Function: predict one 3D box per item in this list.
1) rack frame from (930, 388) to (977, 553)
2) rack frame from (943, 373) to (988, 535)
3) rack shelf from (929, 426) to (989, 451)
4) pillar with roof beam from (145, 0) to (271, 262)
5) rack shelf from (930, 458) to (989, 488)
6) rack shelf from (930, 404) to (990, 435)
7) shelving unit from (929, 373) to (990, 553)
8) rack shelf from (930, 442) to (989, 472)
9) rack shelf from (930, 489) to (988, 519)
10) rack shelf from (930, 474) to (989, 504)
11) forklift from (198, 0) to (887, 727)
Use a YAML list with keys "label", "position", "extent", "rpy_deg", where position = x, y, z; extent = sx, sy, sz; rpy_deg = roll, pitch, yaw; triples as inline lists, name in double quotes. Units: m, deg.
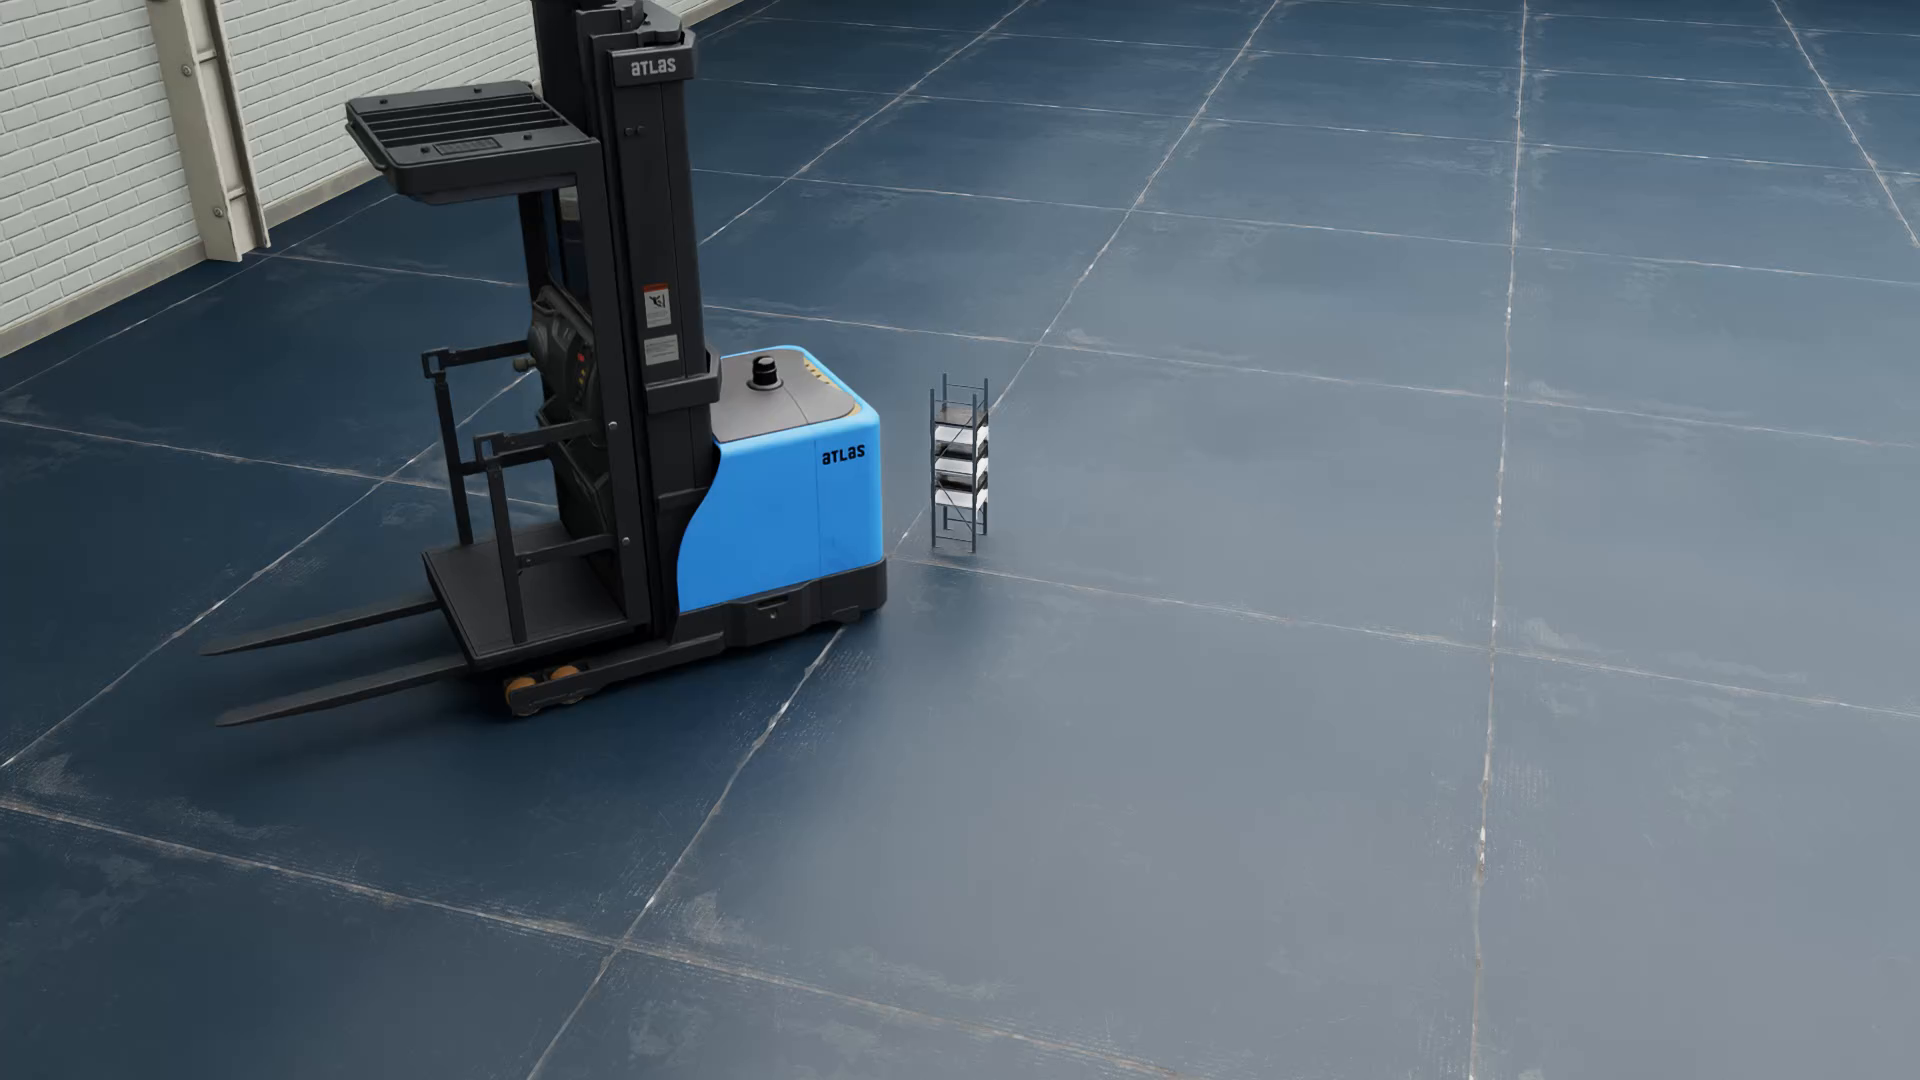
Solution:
- label: "rack frame"
  position: [-0.032, -0.342, 8.440]
  extent: [0.240, 0.900, 0.006]
  rpy_deg: [8, 30, 15]
- label: "rack frame"
  position: [0.027, -0.437, 8.609]
  extent: [0.240, 0.900, 0.006]
  rpy_deg: [8, 30, 15]
- label: "rack shelf"
  position: [-0.002, -0.518, 8.453]
  extent: [0.258, 0.077, 0.200]
  rpy_deg: [8, 30, 15]
- label: "pillar with roof beam"
  position: [-1.405, -5.522, 9.420]
  extent: [9.100, 9.000, 0.400]
  rpy_deg: [8, 30, 15]
- label: "rack shelf"
  position: [-0.002, -0.360, 8.541]
  extent: [0.258, 0.077, 0.200]
  rpy_deg: [8, 30, 15]
- label: "rack shelf"
  position: [-0.002, -0.596, 8.409]
  extent: [0.258, 0.077, 0.200]
  rpy_deg: [8, 30, 15]
- label: "shelving unit"
  position: [-0.002, -0.389, 8.524]
  extent: [0.258, 0.900, 0.210]
  rpy_deg: [8, 30, 15]
- label: "rack shelf"
  position: [-0.002, -0.439, 8.497]
  extent: [0.258, 0.077, 0.200]
  rpy_deg: [8, 30, 15]
- label: "rack shelf"
  position: [-0.002, -0.203, 8.628]
  extent: [0.258, 0.077, 0.200]
  rpy_deg: [8, 30, 15]
- label: "rack shelf"
  position: [-0.002, -0.282, 8.584]
  extent: [0.258, 0.077, 0.200]
  rpy_deg: [8, 30, 15]
- label: "forklift"
  position: [-1.903, -0.797, 7.168]
  extent: [3.031, 2.935, 1.130]
  rpy_deg: [-14, 32, -24]
